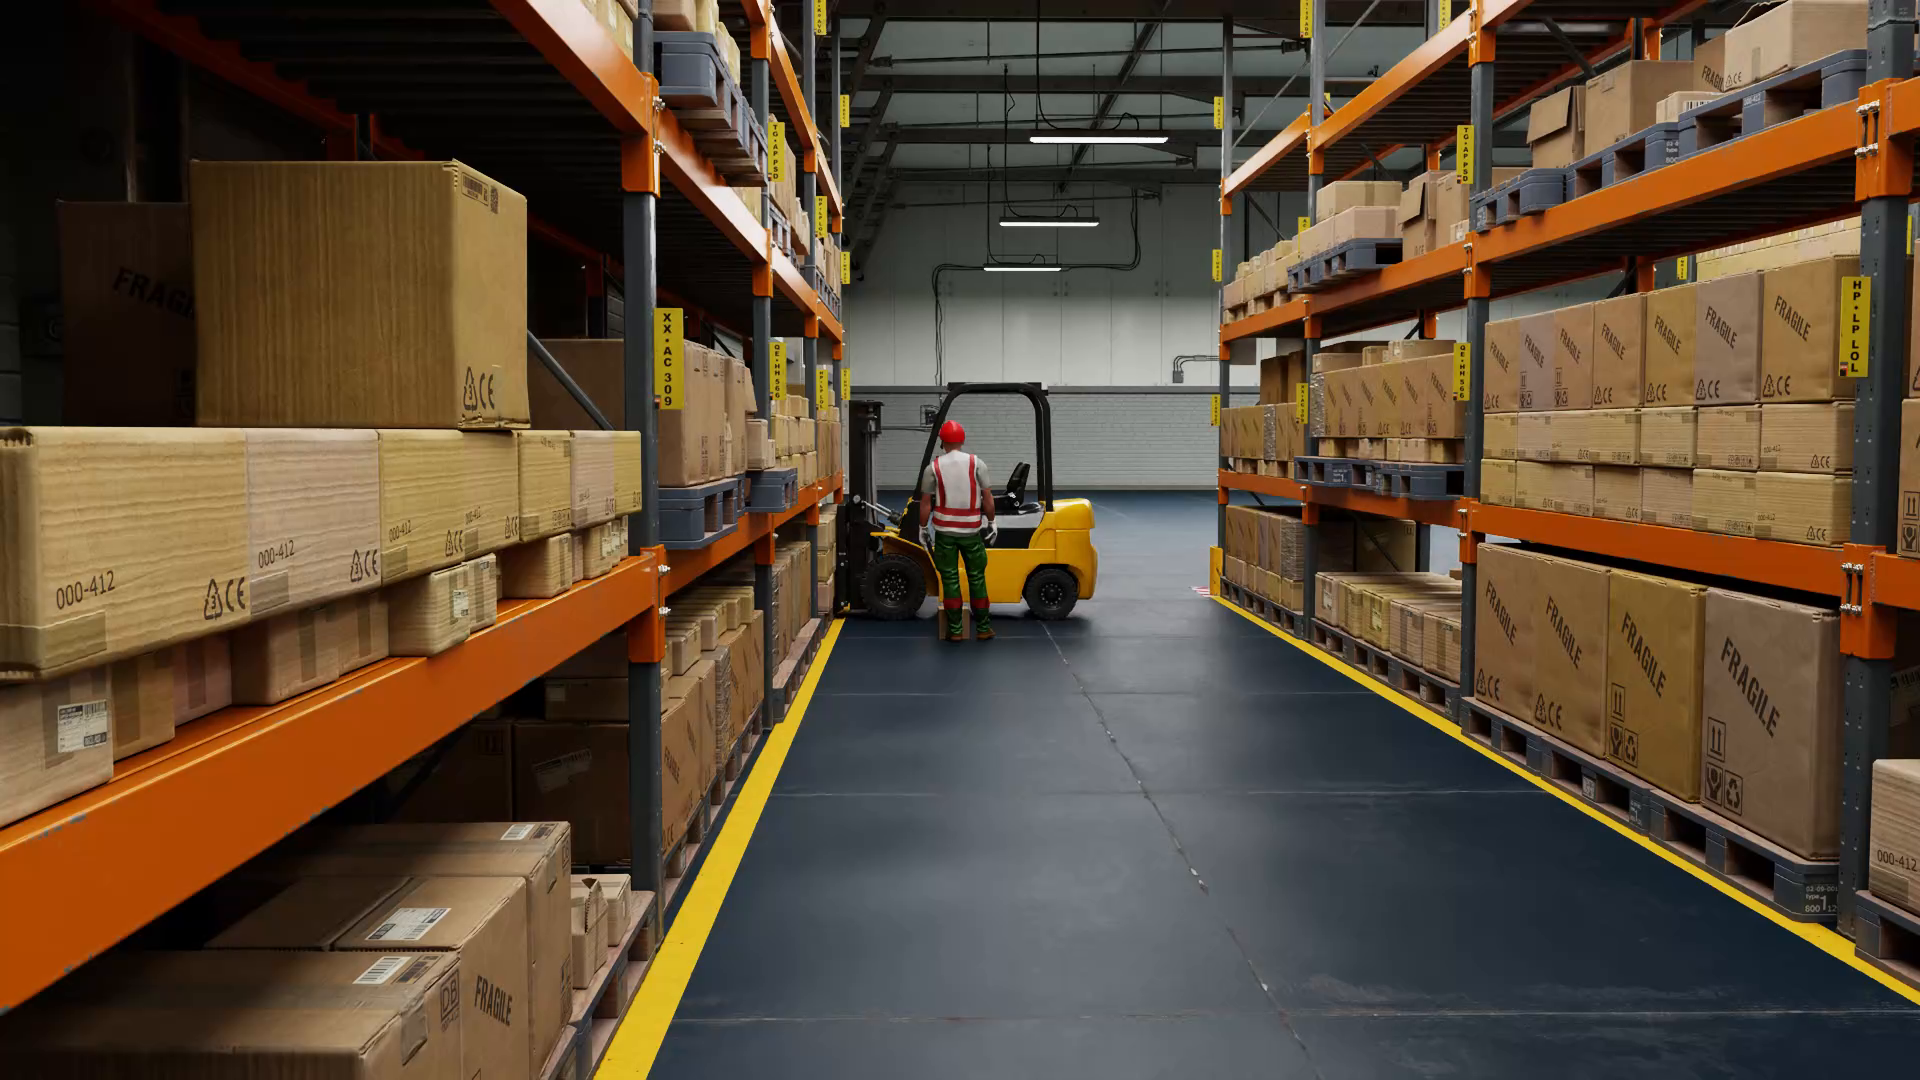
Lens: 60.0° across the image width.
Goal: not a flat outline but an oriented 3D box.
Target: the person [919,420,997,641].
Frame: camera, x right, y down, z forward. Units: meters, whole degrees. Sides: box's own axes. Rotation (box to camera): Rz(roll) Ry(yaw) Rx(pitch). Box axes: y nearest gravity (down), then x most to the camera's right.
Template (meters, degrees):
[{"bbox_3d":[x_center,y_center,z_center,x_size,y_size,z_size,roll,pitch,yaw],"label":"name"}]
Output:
[{"bbox_3d":[-0.015,-0.078,13.551,0.637,1.787,0.565,0,4,-1],"label":"person"}]
